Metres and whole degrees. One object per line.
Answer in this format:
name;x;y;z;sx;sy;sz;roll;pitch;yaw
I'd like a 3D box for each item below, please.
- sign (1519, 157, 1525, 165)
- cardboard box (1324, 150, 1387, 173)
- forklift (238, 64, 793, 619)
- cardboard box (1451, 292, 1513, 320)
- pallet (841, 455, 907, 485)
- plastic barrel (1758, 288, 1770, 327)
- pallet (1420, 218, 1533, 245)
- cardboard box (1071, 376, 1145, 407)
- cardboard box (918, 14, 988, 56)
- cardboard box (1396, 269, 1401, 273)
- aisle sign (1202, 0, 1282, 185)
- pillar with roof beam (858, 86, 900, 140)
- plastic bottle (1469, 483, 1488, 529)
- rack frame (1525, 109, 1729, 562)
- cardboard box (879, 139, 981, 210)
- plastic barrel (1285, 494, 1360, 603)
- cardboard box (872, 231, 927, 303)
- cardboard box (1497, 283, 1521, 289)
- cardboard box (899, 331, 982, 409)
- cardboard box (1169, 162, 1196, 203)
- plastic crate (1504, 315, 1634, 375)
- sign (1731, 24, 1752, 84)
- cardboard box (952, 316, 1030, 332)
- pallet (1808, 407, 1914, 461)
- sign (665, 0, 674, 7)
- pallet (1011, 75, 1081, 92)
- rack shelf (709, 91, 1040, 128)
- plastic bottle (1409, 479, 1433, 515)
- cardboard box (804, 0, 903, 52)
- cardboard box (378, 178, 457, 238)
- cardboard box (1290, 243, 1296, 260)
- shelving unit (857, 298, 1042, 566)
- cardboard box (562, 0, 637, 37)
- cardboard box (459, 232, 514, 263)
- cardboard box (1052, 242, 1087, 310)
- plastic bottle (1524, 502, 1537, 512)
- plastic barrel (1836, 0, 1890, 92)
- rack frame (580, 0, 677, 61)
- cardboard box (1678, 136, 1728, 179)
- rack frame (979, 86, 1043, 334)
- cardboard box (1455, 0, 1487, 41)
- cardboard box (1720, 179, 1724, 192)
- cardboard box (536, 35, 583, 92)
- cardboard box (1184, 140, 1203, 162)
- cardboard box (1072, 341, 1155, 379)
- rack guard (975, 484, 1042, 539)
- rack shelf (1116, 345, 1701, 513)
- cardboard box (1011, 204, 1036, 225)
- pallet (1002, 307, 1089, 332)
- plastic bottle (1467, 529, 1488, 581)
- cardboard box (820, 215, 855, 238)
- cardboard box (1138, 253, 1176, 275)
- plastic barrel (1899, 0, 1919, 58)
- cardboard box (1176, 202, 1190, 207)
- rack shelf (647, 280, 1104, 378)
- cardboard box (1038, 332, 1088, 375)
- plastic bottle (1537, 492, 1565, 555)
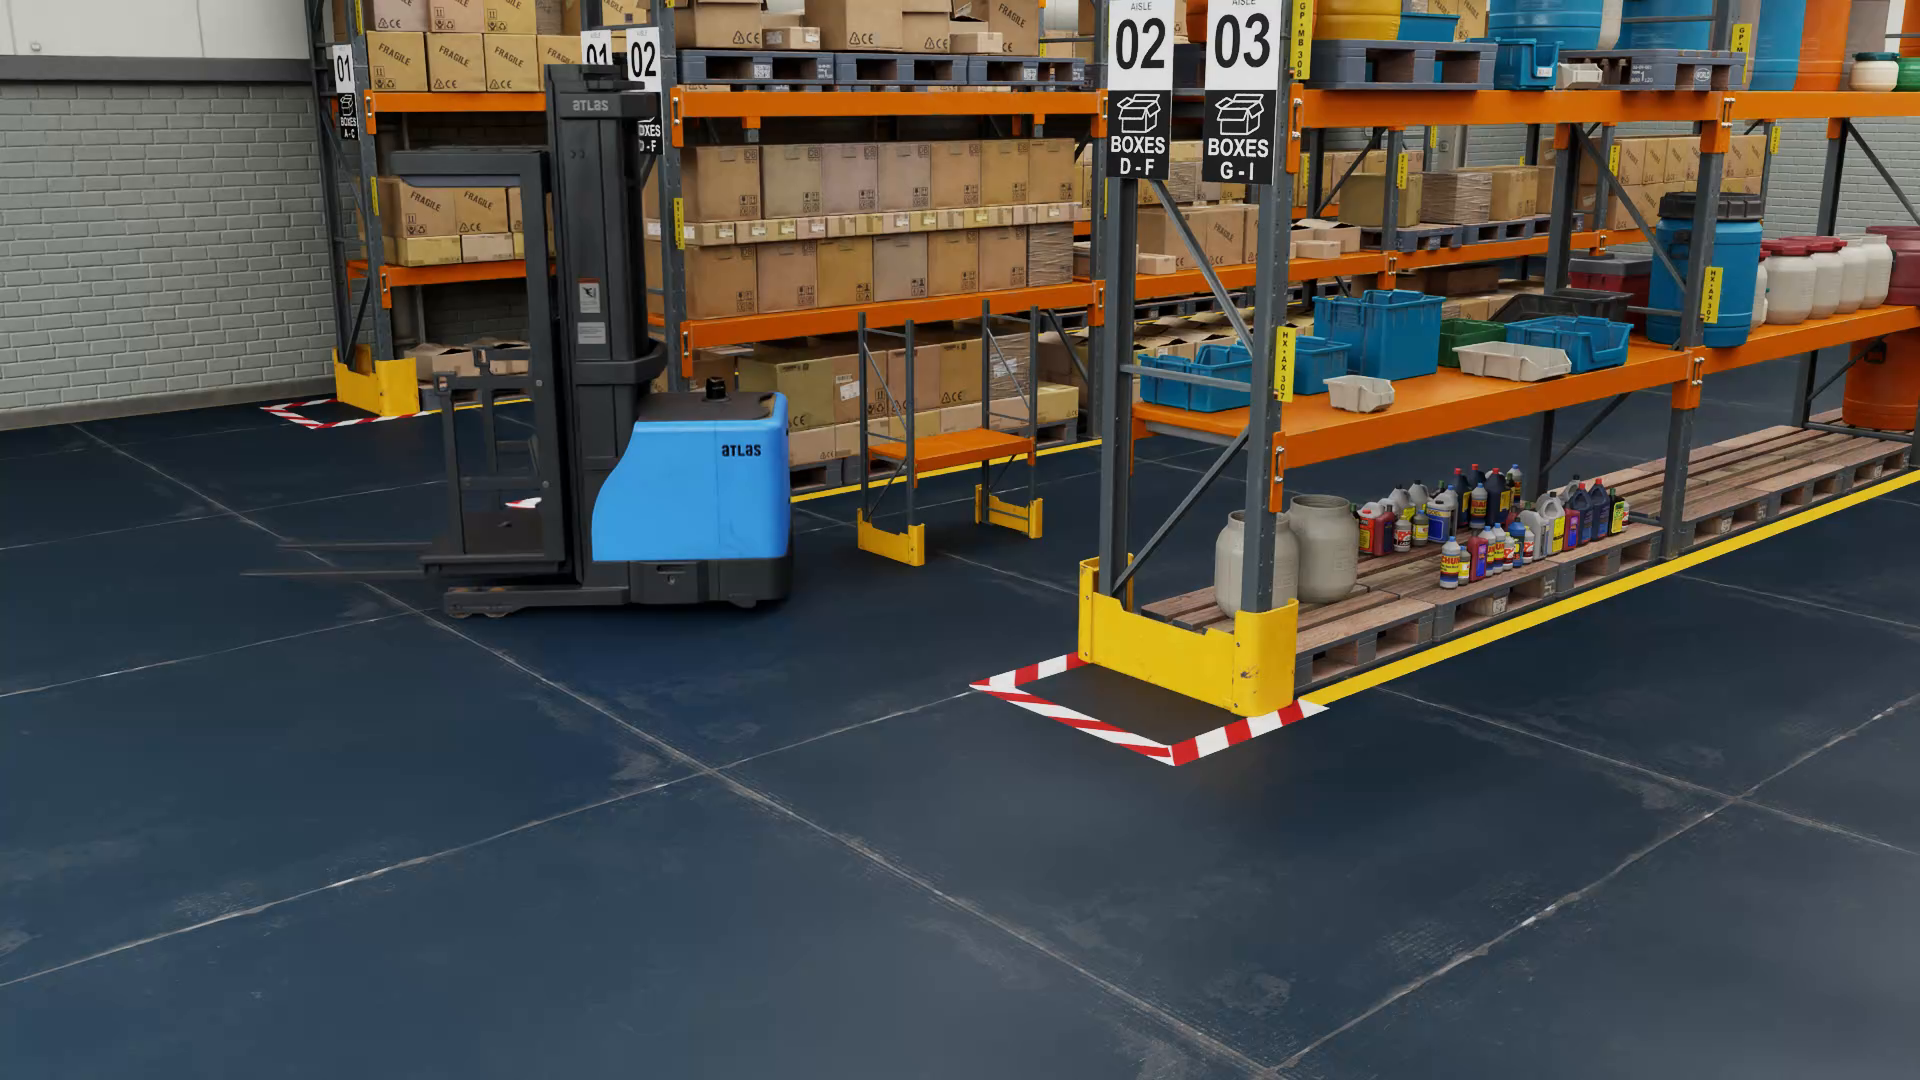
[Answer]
sign;6.506;-4.264;19.224;0.005;0.325;0.100;-13;19;-39
cardboard box;5.711;-5.314;24.251;0.700;0.700;0.980;-13;20;-40
forklift;-2.498;-1.123;9.275;3.031;2.935;1.130;-1;15;-4
cardboard box;5.545;-2.354;17.740;0.500;0.500;0.500;-14;20;-41
pallet;-0.715;-0.705;12.980;1.213;0.211;1.003;-13;19;-39
plastic barrel;5.181;-1.549;11.004;0.301;0.262;0.301;0;15;0
pallet;5.315;-3.302;17.670;1.213;0.211;1.003;-13;19;-39
cardboard box;1.300;-1.281;14.247;0.500;0.250;0.500;-13;20;-41
cardboard box;-0.127;-3.938;12.954;0.500;0.311;0.500;-14;20;-42
cardboard box;6.169;-4.240;24.842;0.500;0.500;0.700;-13;19;-39
aisle sign;1.202;-1.931;7.128;0.004;0.787;0.394;-13;19;-39
pillar with roof beam;1.873;-6.036;15.911;0.400;9.000;9.100;-13;19;-39
plastic bottle;3.170;-0.212;10.165;0.097;0.271;0.097;0;15;0
rack frame;4.082;-1.421;10.259;0.127;3.000;1.000;-13;19;-39
cardboard box;-0.256;-2.815;12.767;0.500;0.500;0.700;-13;20;-39
plastic barrel;1.889;0.044;8.780;0.421;0.512;0.421;0;15;0
cardboard box;-0.658;-2.096;12.592;0.500;0.500;0.700;-12;19;-38
cardboard box;5.948;-2.619;18.735;0.500;0.500;0.500;-12;19;-39
cardboard box;-0.133;-1.334;12.994;0.500;0.500;0.500;-13;19;-39
cardboard box;2.668;-4.608;21.380;0.500;0.500;0.500;-13;19;-39
plastic crate;3.425;-1.109;9.378;0.616;0.251;0.499;-13;19;-39
sign;4.435;-2.766;9.463;0.005;0.325;0.100;-13;19;-39
cardboard box;0.278;-1.606;14.010;0.500;0.500;0.500;-13;19;-39
pallet;7.667;-0.894;13.686;1.213;0.211;1.003;-13;19;-39
sign;-1.825;-3.509;10.416;0.005;0.325;0.100;-13;19;-39
pallet;1.047;-5.505;20.101;1.003;0.211;1.213;-12;19;-37
rack shelf;-0.913;-4.791;18.454;4.000;0.370;1.077;-13;19;-39
plastic bottle;2.737;-0.194;9.945;0.185;0.351;0.144;-13;20;-40
cardboard box;-0.752;-3.705;11.716;0.500;0.500;0.500;-13;19;-39
cardboard box;-4.882;-2.994;14.946;0.500;0.500;0.500;-13;19;-39
cardboard box;2.925;-2.716;15.591;0.250;0.149;0.380;-11;18;-35
shelving unit;-0.058;-0.712;10.508;1.083;1.500;0.587;-13;19;-39
cardboard box;-3.415;-5.017;15.739;0.500;0.500;0.500;-14;20;-41
cardboard box;-4.480;-2.721;15.377;0.500;0.250;0.500;-13;20;-41
cardboard box;1.237;-3.291;20.610;0.750;0.750;0.750;-13;20;-40
plastic bottle;3.310;-0.085;9.666;0.133;0.283;0.061;-13;19;-39
plastic barrel;6.337;-3.694;11.981;0.600;0.901;0.600;0;15;0
rack frame;-2.184;-4.607;10.561;0.127;3.000;1.000;-13;19;-39
cardboard box;8.962;-4.647;20.204;0.500;0.500;0.500;-12;19;-38
rack frame;0.596;-4.028;20.016;0.127;3.000;1.000;-13;19;-39
cardboard box;4.953;-5.290;16.798;0.500;0.500;0.500;-13;19;-39
cardboard box;8.957;-4.167;20.343;0.500;0.500;0.500;-12;19;-39
cardboard box;-3.815;-4.455;15.572;0.500;0.500;0.500;-11;19;-36
cardboard box;3.037;-5.056;21.603;0.500;0.250;0.500;-12;19;-38
cardboard box;1.308;-1.553;14.180;0.500;0.311;0.500;-13;19;-39
rack guard;0.318;-0.192;10.985;0.087;0.250;0.587;-13;19;-39
rack shelf;2.573;-0.735;9.083;4.000;0.370;1.077;-13;19;-39
cardboard box;0.385;-2.574;13.123;0.250;0.149;0.380;-13;20;-41
pallet;1.240;-2.799;20.821;1.213;0.211;1.003;-13;19;-39
plastic bottle;2.819;0.075;9.069;0.133;0.283;0.061;-12;19;-38
cardboard box;-0.969;-2.270;11.986;0.250;0.149;0.380;-14;20;-41
cardboard box;1.636;-2.375;14.317;0.250;0.149;0.380;-13;19;-39
plastic barrel;7.529;-4.054;12.657;0.708;0.830;0.600;-13;19;-39
cardboard box;2.756;-4.314;21.537;0.250;0.149;0.380;-13;19;-39
rack shelf;-0.676;-1.700;12.696;4.000;0.370;1.077;-13;19;-39
cardboard box;0.950;-1.656;14.566;0.500;0.311;0.500;-13;19;-39
plastic bottle;3.397;-0.102;9.599;0.185;0.351;0.144;-13;20;-40
